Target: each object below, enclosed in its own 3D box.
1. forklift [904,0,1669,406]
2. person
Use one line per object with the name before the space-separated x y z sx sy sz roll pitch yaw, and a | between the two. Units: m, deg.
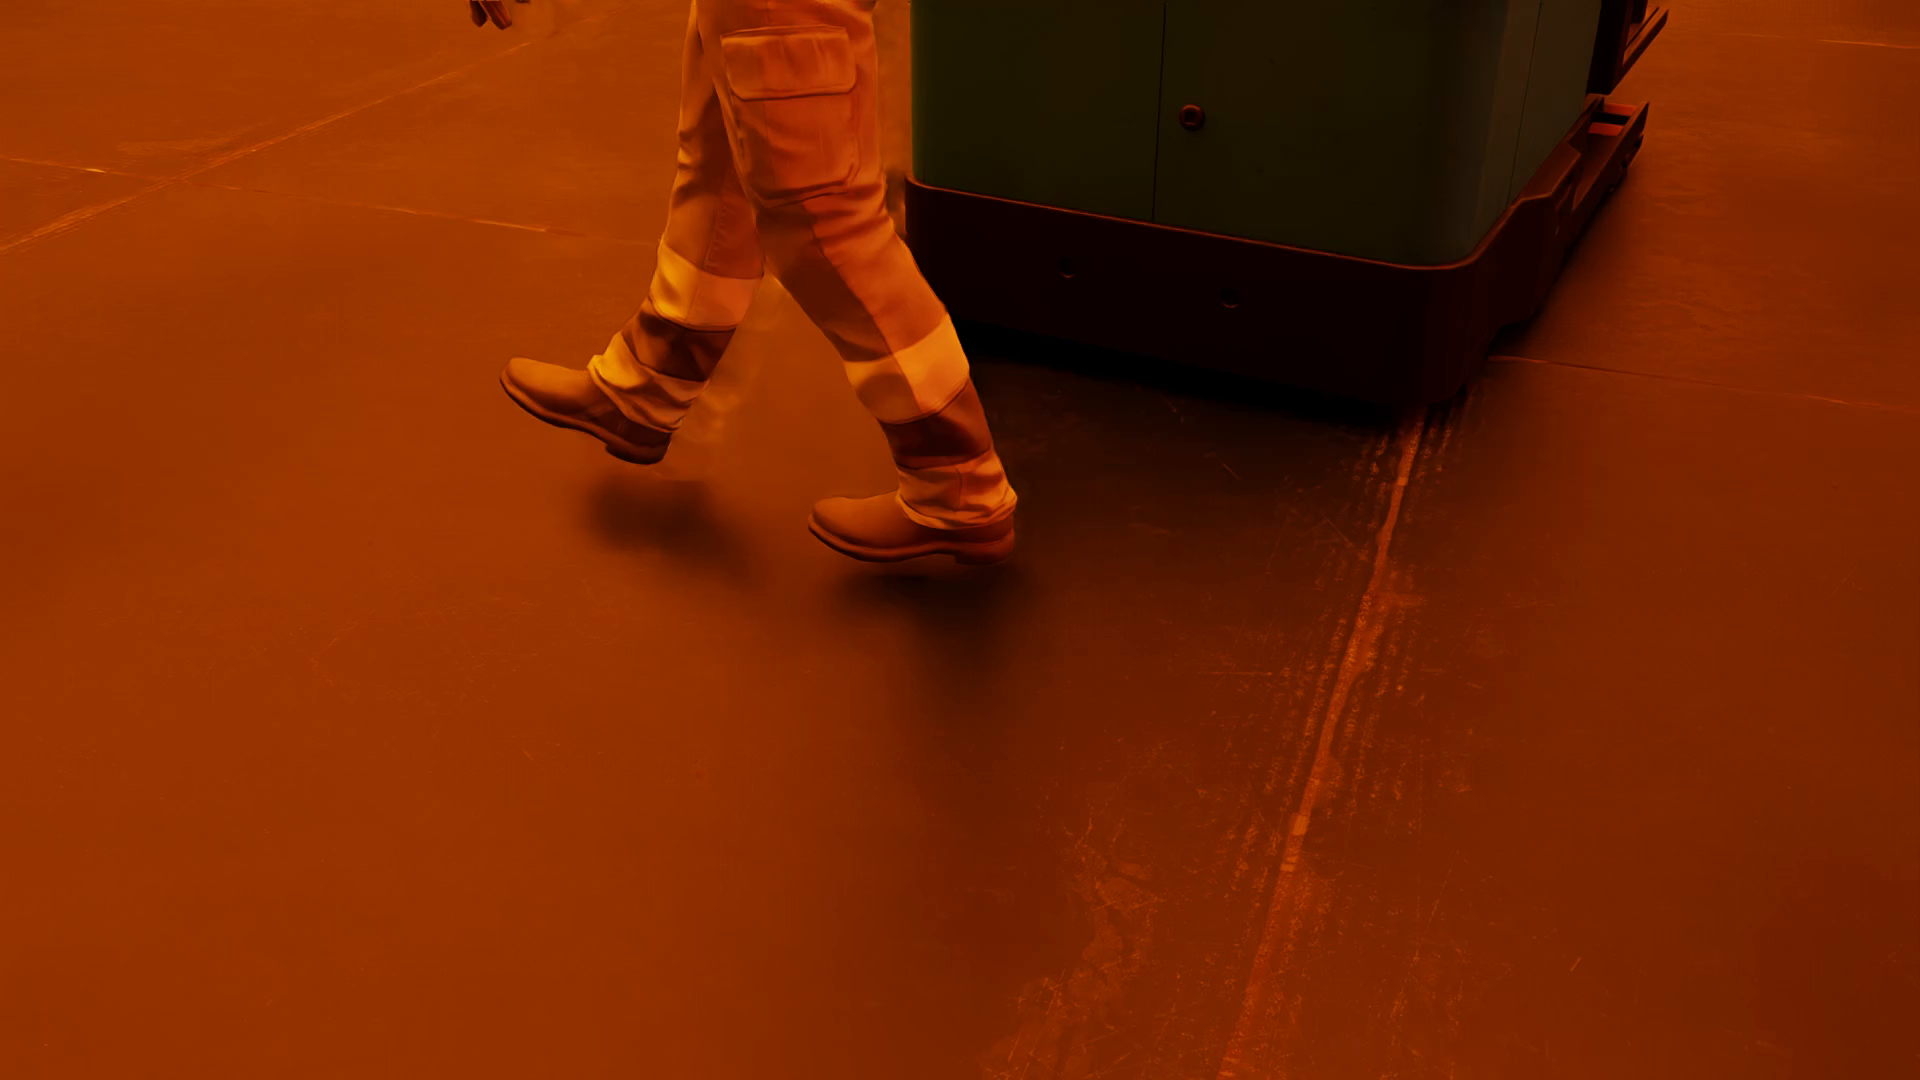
forklift | 1.040 -2.193 3.398 1.130 2.935 3.031 15 33 24
person | -0.330 -0.829 2.117 0.874 1.741 0.708 5 30 10
